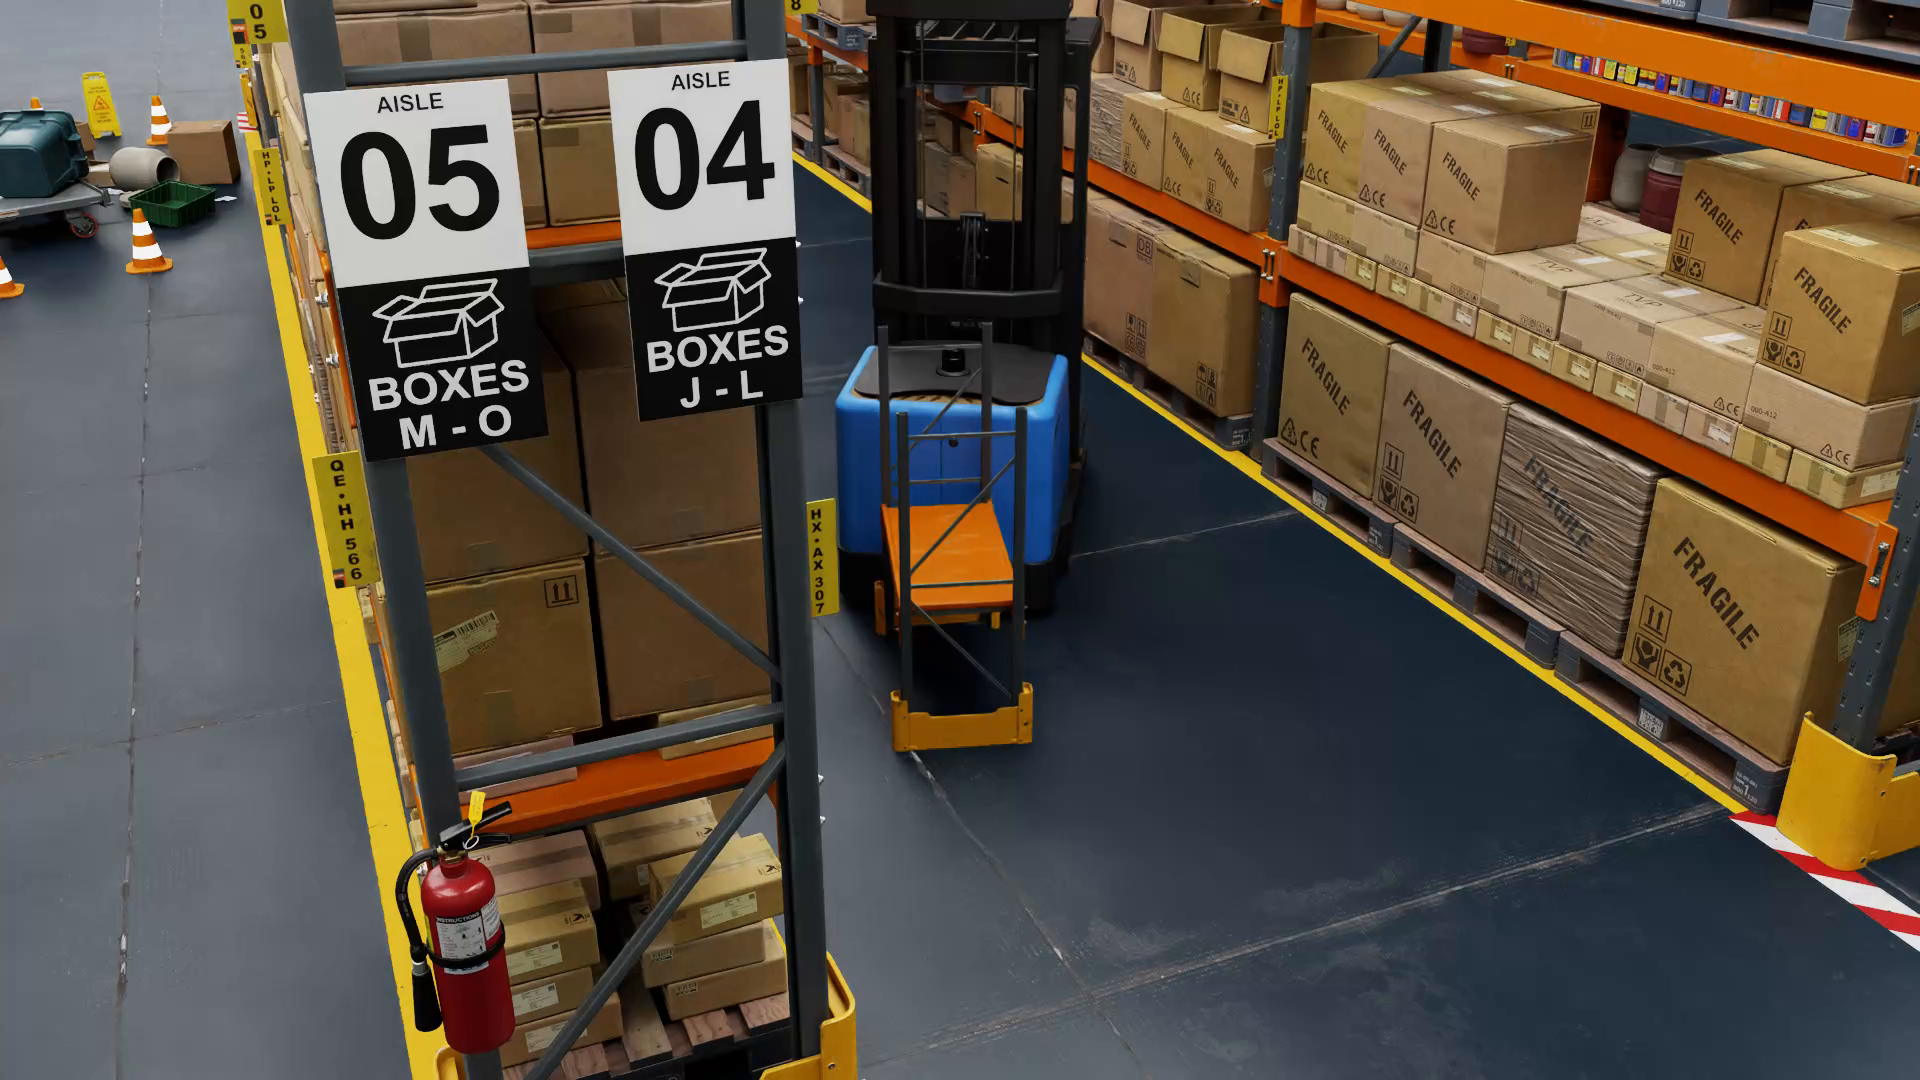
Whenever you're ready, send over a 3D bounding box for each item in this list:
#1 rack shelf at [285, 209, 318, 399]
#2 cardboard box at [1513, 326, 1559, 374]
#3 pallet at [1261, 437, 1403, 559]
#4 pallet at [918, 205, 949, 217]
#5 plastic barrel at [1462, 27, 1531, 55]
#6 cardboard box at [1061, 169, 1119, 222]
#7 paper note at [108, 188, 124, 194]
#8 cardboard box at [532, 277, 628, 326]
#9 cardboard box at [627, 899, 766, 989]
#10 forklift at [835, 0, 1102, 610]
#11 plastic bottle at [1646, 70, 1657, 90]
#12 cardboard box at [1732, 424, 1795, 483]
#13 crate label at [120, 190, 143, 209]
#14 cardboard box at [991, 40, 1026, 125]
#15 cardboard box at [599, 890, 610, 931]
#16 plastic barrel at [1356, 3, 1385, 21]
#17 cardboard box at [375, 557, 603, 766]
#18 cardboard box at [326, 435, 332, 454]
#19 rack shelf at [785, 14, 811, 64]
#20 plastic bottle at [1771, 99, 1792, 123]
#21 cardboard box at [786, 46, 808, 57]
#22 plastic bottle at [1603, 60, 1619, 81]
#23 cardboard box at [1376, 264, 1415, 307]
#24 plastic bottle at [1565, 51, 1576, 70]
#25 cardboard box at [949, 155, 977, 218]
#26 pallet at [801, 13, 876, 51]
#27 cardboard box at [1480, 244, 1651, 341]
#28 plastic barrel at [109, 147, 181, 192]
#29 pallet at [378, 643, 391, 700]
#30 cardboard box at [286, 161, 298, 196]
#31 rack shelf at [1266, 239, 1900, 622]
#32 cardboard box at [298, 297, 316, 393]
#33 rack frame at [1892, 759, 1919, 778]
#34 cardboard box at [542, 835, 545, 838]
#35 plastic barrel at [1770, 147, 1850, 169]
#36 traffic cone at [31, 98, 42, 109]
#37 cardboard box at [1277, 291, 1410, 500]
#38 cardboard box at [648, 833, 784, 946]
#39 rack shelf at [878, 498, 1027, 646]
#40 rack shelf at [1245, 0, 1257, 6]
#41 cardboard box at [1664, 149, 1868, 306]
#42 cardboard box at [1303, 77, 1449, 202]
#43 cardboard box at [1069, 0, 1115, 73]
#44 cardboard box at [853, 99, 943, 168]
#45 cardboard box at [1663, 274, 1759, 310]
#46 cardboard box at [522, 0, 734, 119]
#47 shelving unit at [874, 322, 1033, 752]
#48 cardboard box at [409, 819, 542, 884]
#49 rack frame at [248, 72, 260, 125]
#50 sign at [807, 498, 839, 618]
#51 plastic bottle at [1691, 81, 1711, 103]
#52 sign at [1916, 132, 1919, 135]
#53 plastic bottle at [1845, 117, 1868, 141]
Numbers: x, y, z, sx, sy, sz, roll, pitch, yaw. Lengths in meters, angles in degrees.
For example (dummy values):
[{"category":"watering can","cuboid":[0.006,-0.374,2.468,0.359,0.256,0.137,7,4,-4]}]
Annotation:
[{"category":"rack shelf","cuboid":[-3.210,-1.567,9.361,1.077,0.370,4.000,-11,28,-21]},{"category":"cardboard box","cuboid":[2.702,-0.871,7.401,0.380,0.149,0.250,-10,28,-20]},{"category":"pallet","cuboid":[2.402,-0.321,9.167,1.003,0.211,1.213,-11,28,-21]},{"category":"pallet","cuboid":[0.306,-2.572,13.777,1.003,0.211,1.213,-11,28,-21]},{"category":"plastic barrel","cuboid":[4.707,-4.557,14.509,0.600,0.536,0.708,-11,28,-21]},{"category":"cardboard box","cuboid":[1.203,-2.100,11.575,1.225,0.875,0.875,-10,28,-20]},{"category":"paper note","cuboid":[-7.775,-3.209,15.296,0.172,0.023,0.155,-1,26,-3]},{"category":"cardboard box","cuboid":[-0.995,-0.526,4.815,0.500,0.500,0.500,-10,28,-19]},{"category":"cardboard box","cuboid":[-0.829,1.235,5.234,0.380,0.149,0.250,-9,28,-18]},{"category":"forklift","cuboid":[0.132,-1.605,8.698,1.130,2.935,3.031,4,26,7]},{"category":"plastic bottle","cuboid":[5.422,-3.648,12.949,0.097,0.271,0.097,0,26,0]},{"category":"cardboard box","cuboid":[3.197,-0.359,6.352,0.380,0.149,0.250,-10,28,-20]},{"category":"crate label","cuboid":[-7.296,-3.021,14.781,0.250,0.136,0.298,13,29,24]},{"category":"cardboard box","cuboid":[0.550,-3.311,11.999,0.500,0.500,0.500,-10,28,-19]},{"category":"cardboard box","cuboid":[-1.052,1.167,5.712,0.380,0.149,0.250,-10,28,-20]},{"category":"plastic barrel","cuboid":[4.061,-5.316,16.064,0.433,0.535,0.433,0,26,0]},{"category":"cardboard box","cuboid":[-1.273,0.216,4.436,0.500,0.500,0.500,-10,28,-20]},{"category":"cardboard box","cuboid":[-2.948,-0.404,8.529,0.500,0.500,0.500,-11,28,-22]},{"category":"rack shelf","cuboid":[-1.739,-5.608,17.637,1.077,0.370,4.000,-11,28,-21]},{"category":"plastic bottle","cuboid":[5.942,-3.144,11.913,0.152,0.276,0.135,-11,28,-21]},{"category":"cardboard box","cuboid":[-1.800,-5.058,18.061,0.500,0.500,0.500,-8,27,-16]},{"category":"plastic bottle","cuboid":[5.231,-3.829,13.306,0.061,0.283,0.133,-11,28,-21]},{"category":"cardboard box","cuboid":[2.298,-1.287,8.253,0.380,0.149,0.250,-11,28,-22]},{"category":"plastic bottle","cuboid":[5.060,-4.021,13.713,0.097,0.271,0.097,0,26,0]},{"category":"cardboard box","cuboid":[0.329,-2.851,13.517,0.700,0.500,0.500,-12,29,-23]},{"category":"pallet","cuboid":[-0.791,-4.704,15.185,1.003,0.211,1.213,-11,28,-21]},{"category":"cardboard box","cuboid":[2.704,-1.116,7.448,0.500,0.250,0.500,-11,28,-21]},{"category":"plastic barrel","cuboid":[-7.415,-3.349,15.127,0.512,0.421,0.421,8,27,15]},{"category":"pallet","cuboid":[-2.131,0.435,7.618,1.003,0.211,1.213,-11,28,-21]},{"category":"cardboard box","cuboid":[-2.088,-1.071,5.933,0.500,0.500,0.500,-10,28,-20]},{"category":"rack shelf","cuboid":[2.960,-0.764,7.715,1.077,0.370,4.000,-11,28,-21]},{"category":"cardboard box","cuboid":[-3.751,-1.231,10.224,0.500,0.500,0.500,-10,28,-20]},{"category":"rack frame","cuboid":[3.740,-0.279,5.903,0.949,2.616,0.053,-11,28,-21]},{"category":"cardboard box","cuboid":[-1.535,1.117,5.475,0.380,0.149,0.250,-12,28,-23]},{"category":"plastic barrel","cuboid":[6.259,-2.500,12.364,0.600,0.901,0.708,-11,28,-21]},{"category":"traffic cone","cuboid":[-9.398,-4.272,16.973,0.336,0.463,0.334,-11,28,-21]},{"category":"cardboard box","cuboid":[2.362,-0.848,9.011,0.875,0.875,0.875,-11,28,-21]},{"category":"cardboard box","cuboid":[-0.753,1.087,5.197,0.380,0.149,0.250,-12,28,-23]},{"category":"rack shelf","cuboid":[-0.050,0.120,7.204,0.538,0.185,1.000,-3,26,-6]},{"category":"rack shelf","cuboid":[2.818,-6.459,19.380,1.077,0.370,4.000,-11,28,-21]},{"category":"cardboard box","cuboid":[3.399,-1.333,7.038,0.500,0.500,0.500,-11,28,-22]},{"category":"cardboard box","cuboid":[2.129,-2.060,8.528,0.500,0.500,0.500,-11,28,-21]},{"category":"cardboard box","cuboid":[1.134,-3.443,11.126,0.797,0.503,0.637,-10,28,-19]},{"category":"cardboard box","cuboid":[-0.566,-3.751,15.361,0.700,0.500,0.500,-11,28,-21]},{"category":"cardboard box","cuboid":[3.400,-0.998,7.208,0.500,0.250,0.500,-12,28,-22]},{"category":"cardboard box","cuboid":[-0.797,-1.199,3.970,0.500,0.250,0.500,-10,28,-20]},{"category":"shelving unit","cuboid":[-0.049,-0.037,7.117,0.587,1.500,1.083,-3,26,-6]},{"category":"cardboard box","cuboid":[-1.565,0.993,5.391,0.380,0.149,0.250,-11,28,-22]},{"category":"rack frame","cuboid":[-7.126,-5.927,17.471,1.000,3.000,0.127,-11,28,-21]},{"category":"sign","cuboid":[-0.361,0.050,4.243,0.100,0.325,0.005,-11,28,-21]},{"category":"plastic bottle","cuboid":[5.642,-3.483,12.521,0.144,0.351,0.185,-11,28,-21]},{"category":"sign","cuboid":[6.227,-2.776,10.701,0.100,0.325,0.005,-11,28,-21]},{"category":"plastic bottle","cuboid":[6.150,-2.882,11.367,0.061,0.283,0.133,-11,28,-21]}]
